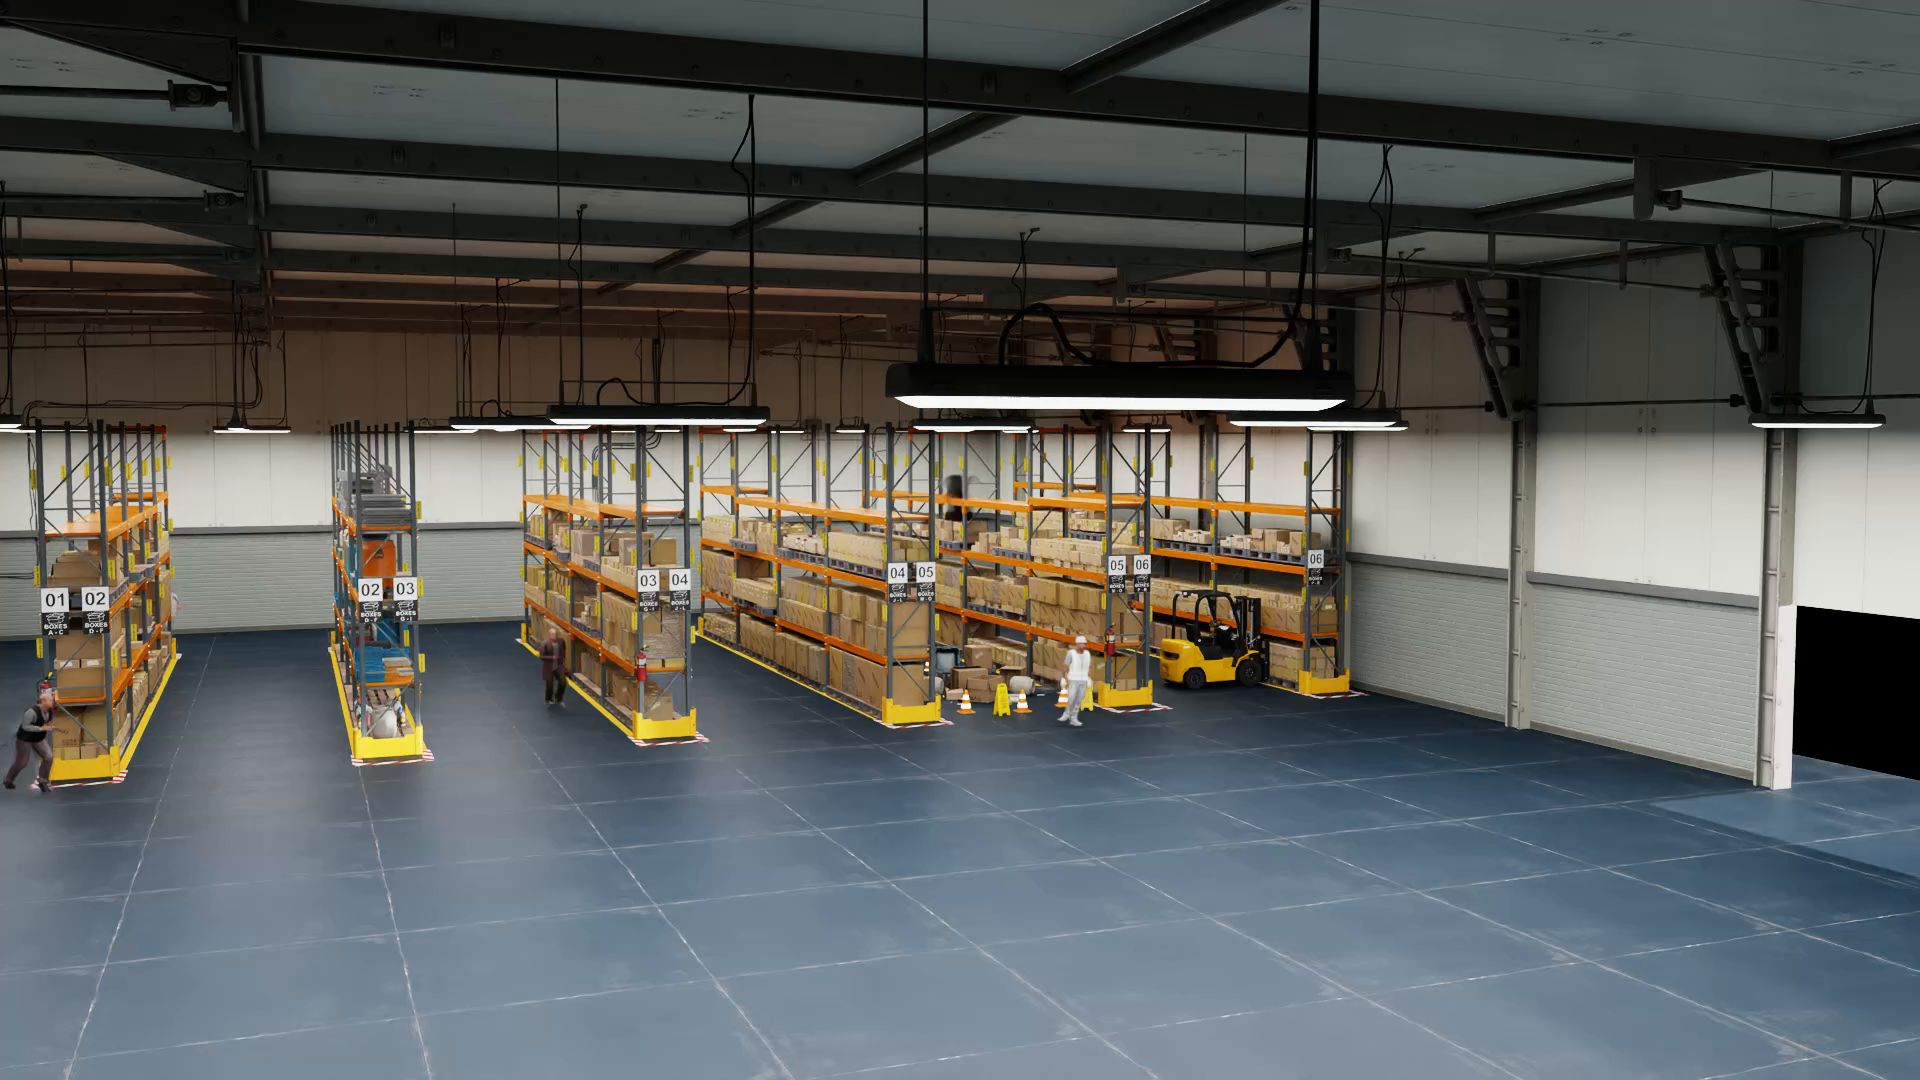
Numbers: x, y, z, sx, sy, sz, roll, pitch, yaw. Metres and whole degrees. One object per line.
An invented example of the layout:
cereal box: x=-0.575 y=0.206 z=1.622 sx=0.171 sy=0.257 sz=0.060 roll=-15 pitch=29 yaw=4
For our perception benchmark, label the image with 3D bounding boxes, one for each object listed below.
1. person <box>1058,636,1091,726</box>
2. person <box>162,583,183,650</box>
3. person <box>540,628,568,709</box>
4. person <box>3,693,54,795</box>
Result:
person: x=2.283 y=2.776 z=32.822 sx=0.658 sy=1.773 sz=0.441 roll=-2 pitch=4 yaw=-25
person: x=-21.408 y=2.048 z=44.857 sx=0.965 sy=1.782 sz=0.624 roll=1 pitch=4 yaw=23
person: x=-8.521 y=2.683 z=34.834 sx=0.617 sy=1.703 sz=0.983 roll=-2 pitch=4 yaw=-26
person: x=-14.898 y=3.270 z=26.655 sx=0.998 sy=1.674 sz=0.687 roll=1 pitch=4 yaw=14
